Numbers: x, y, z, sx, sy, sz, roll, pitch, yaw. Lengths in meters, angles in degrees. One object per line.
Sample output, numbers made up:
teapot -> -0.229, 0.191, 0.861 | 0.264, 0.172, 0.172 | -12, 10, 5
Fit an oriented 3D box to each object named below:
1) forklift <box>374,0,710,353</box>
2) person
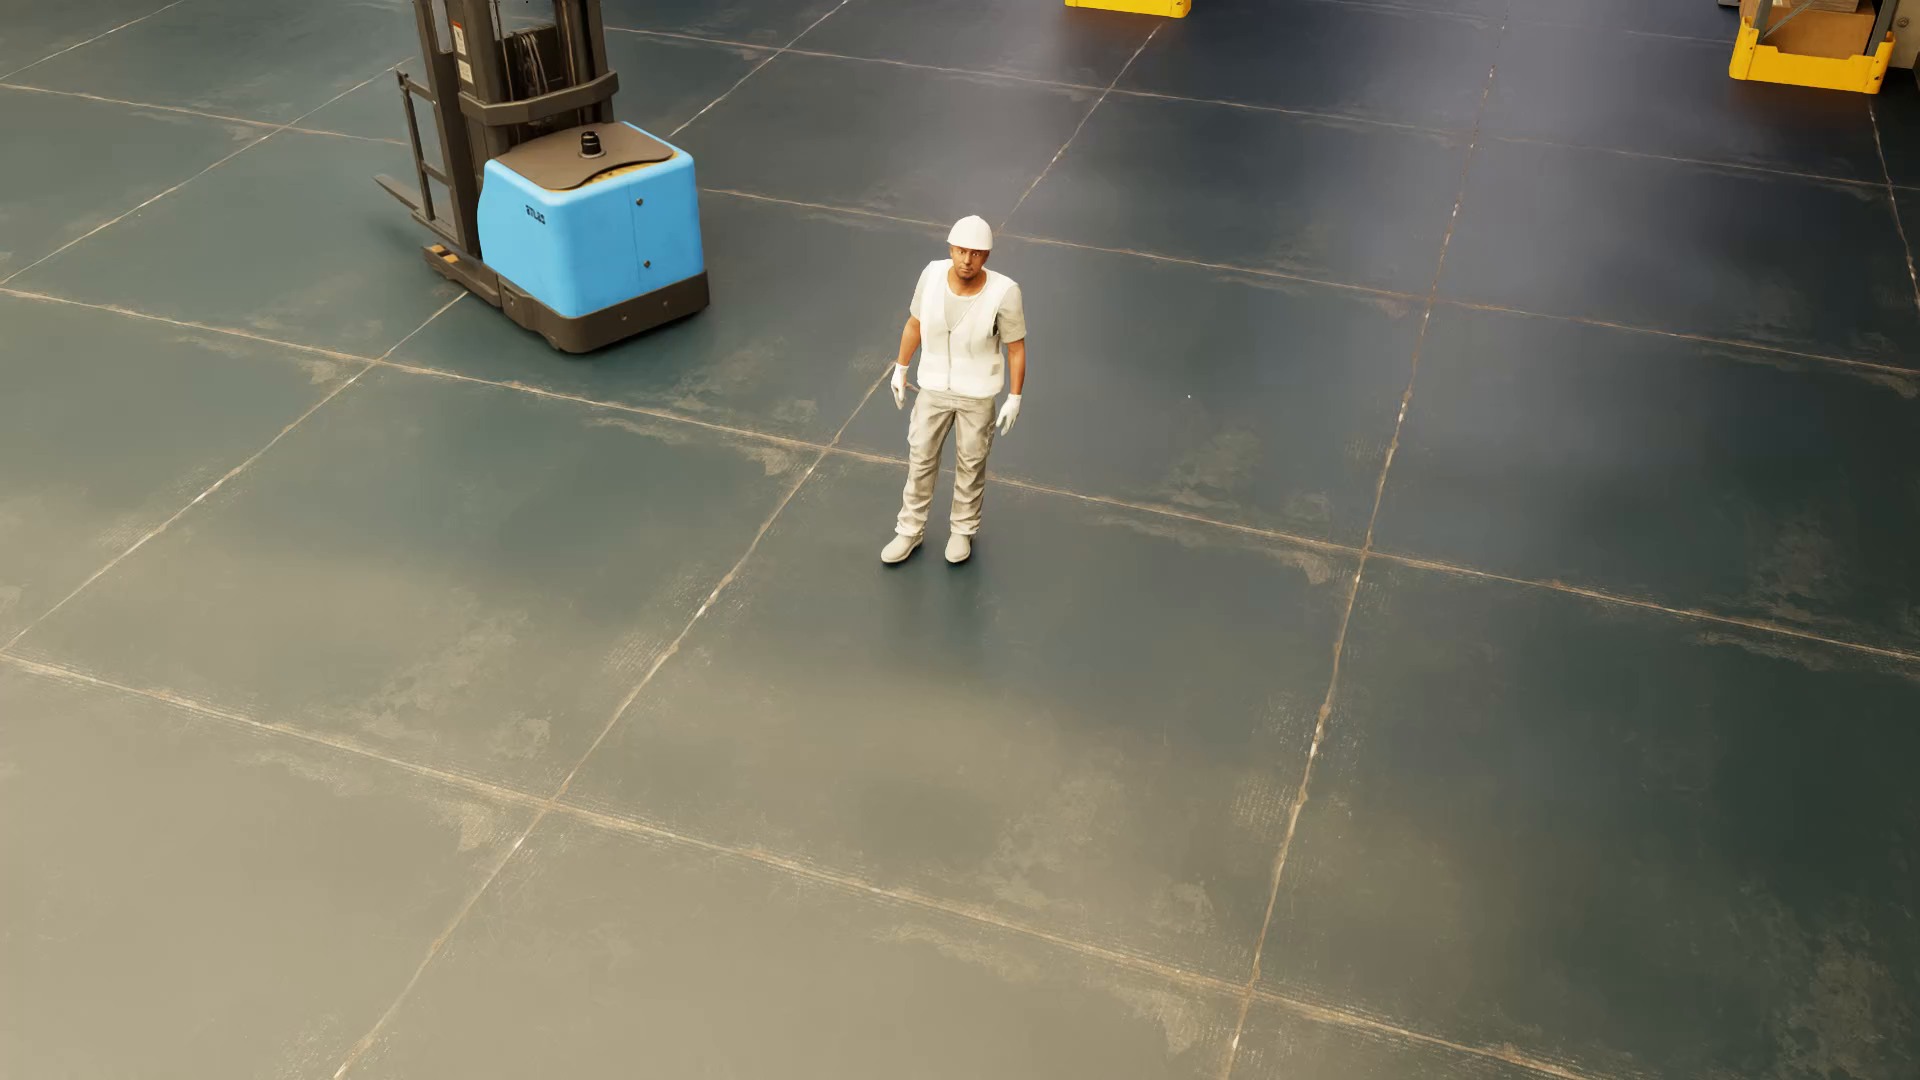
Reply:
forklift -> 2.103, -9.364, 19.318 | 23.089, 2.935, 12.463 | -27, 44, -33
person -> -0.035, -0.691, 8.065 | 0.657, 1.785, 0.557 | 12, 37, 16
